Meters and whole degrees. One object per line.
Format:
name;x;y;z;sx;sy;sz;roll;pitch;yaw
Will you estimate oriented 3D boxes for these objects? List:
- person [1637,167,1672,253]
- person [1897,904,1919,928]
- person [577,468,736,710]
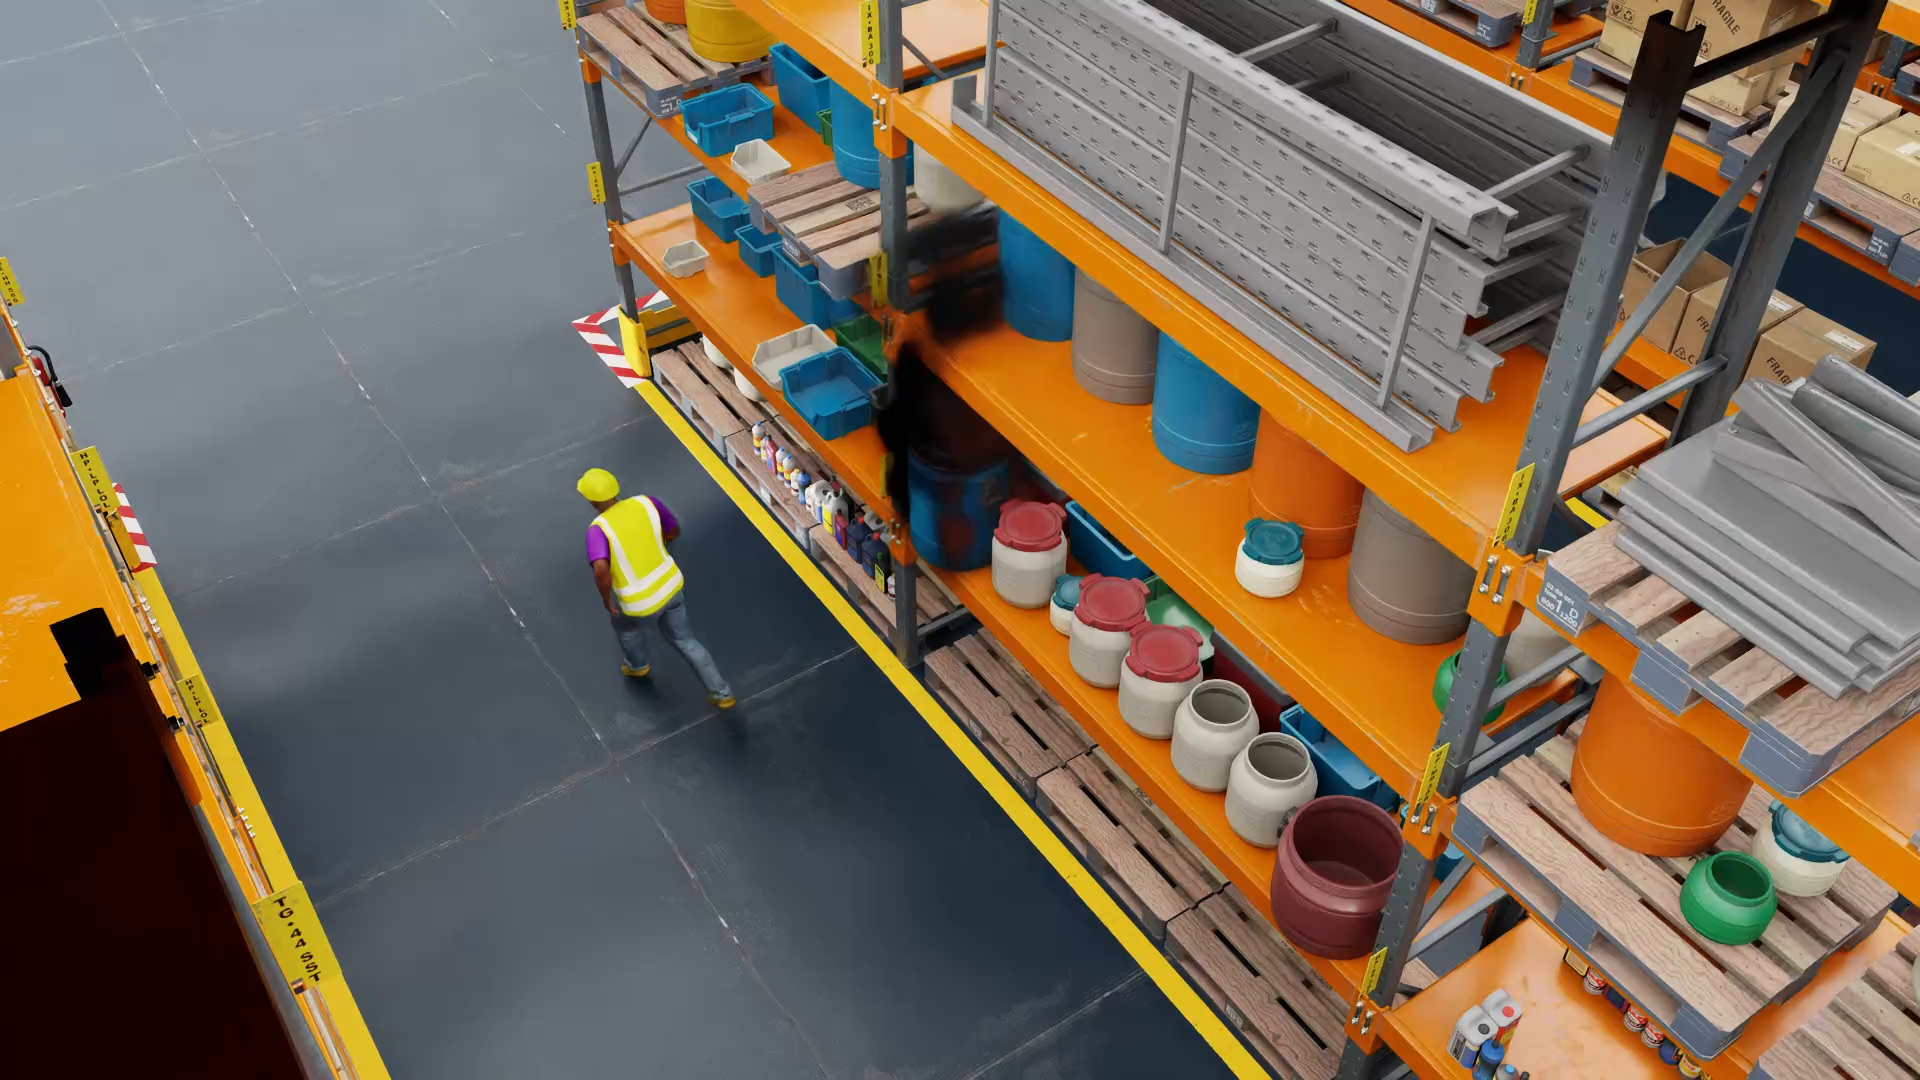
person;5.610;-2.810;13.601;0.548;1.592;0.888;-33;52;-31
person;5.486;1.849;8.601;1.009;1.623;0.611;33;52;31
person;-1.854;0.392;10.133;1.048;1.714;0.750;25;48;25
